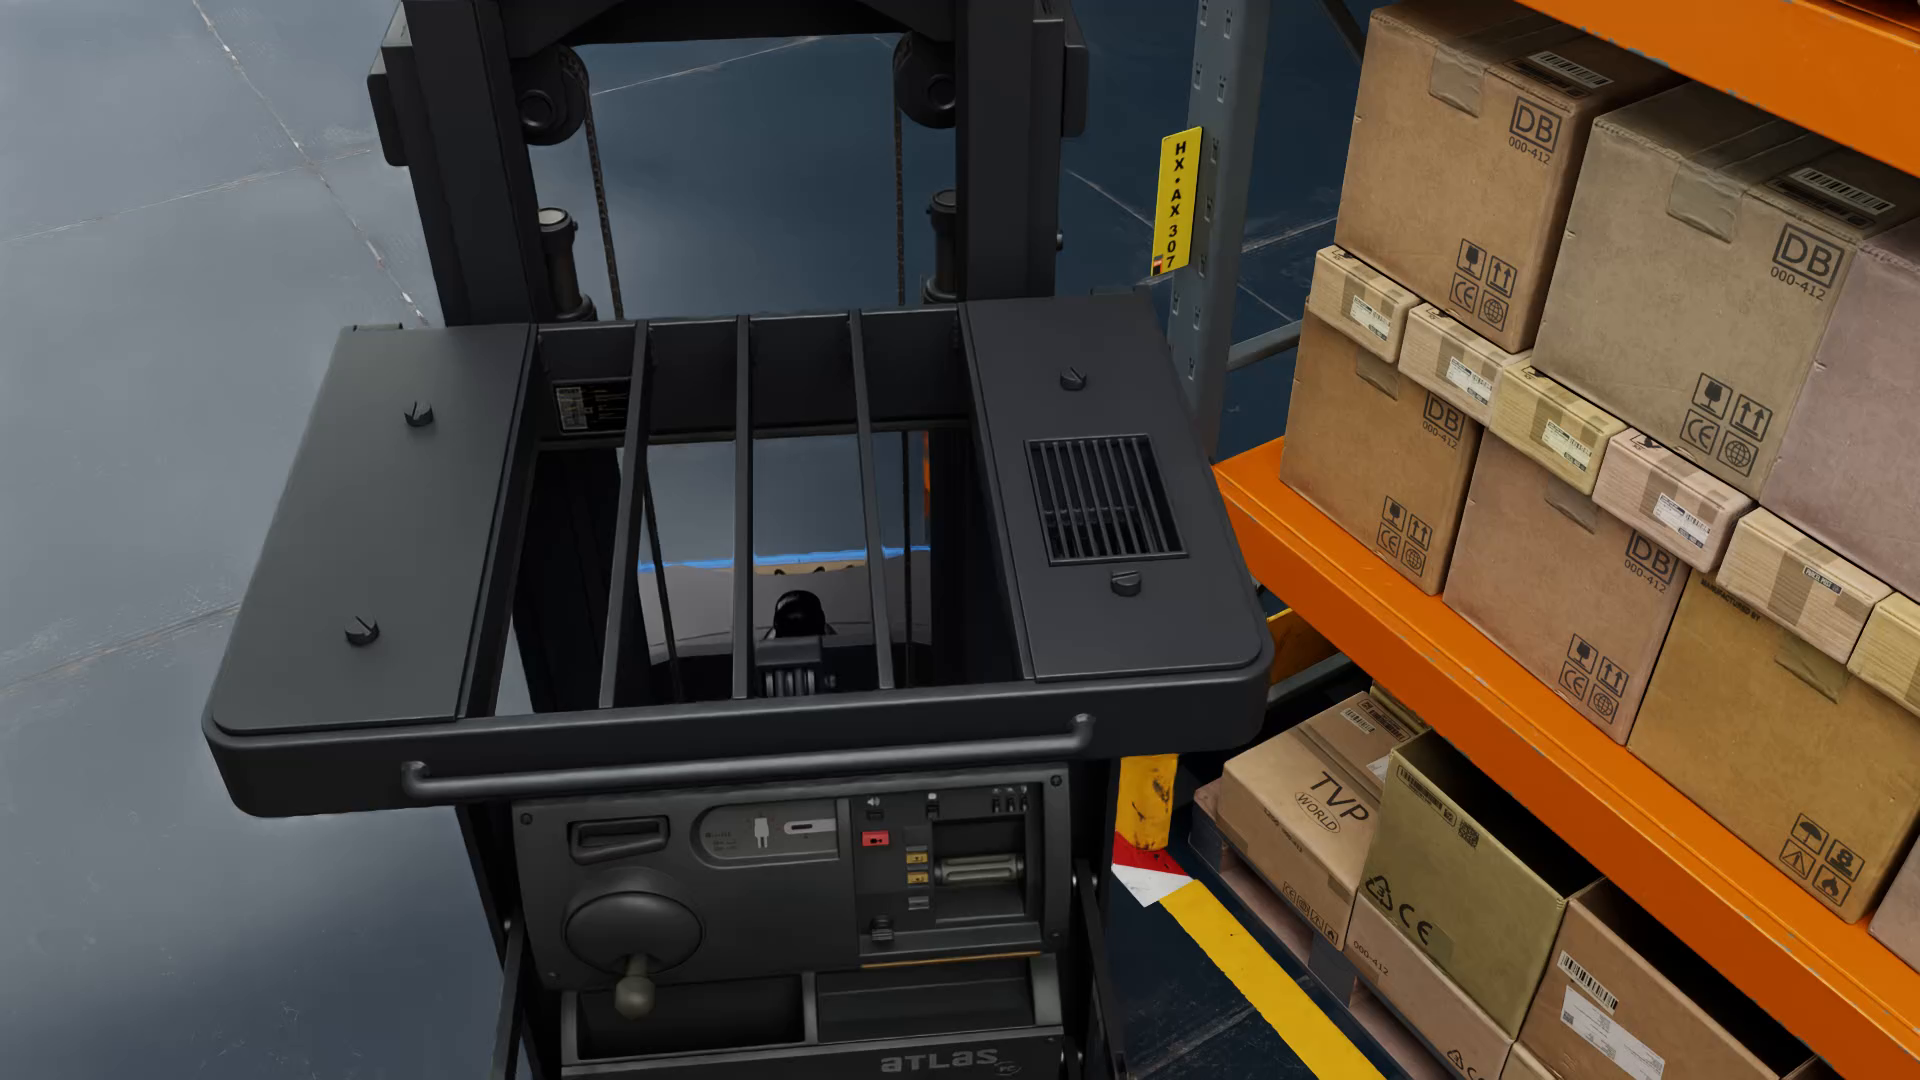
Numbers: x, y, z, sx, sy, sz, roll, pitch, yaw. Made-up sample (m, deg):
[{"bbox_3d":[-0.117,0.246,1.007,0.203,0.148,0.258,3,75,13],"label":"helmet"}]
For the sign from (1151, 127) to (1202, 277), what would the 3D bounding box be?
[{"bbox_3d":[0.457,-0.714,3.525,0.100,0.325,0.005,-22,45,-24],"label":"sign"}]

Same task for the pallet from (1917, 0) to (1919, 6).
[{"bbox_3d":[1.947,-0.607,1.861,1.003,0.211,1.213,-22,45,-24],"label":"pallet"}]

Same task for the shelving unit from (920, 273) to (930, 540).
[{"bbox_3d":[0.029,-0.374,5.379,0.215,1.050,0.252,-22,45,-24],"label":"shelving unit"}]

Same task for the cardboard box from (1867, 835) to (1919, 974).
[{"bbox_3d":[2.004,0.514,2.712,0.700,0.500,0.500,-21,44,-23],"label":"cardboard box"}]

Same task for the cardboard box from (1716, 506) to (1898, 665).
[{"bbox_3d":[1.514,0.016,2.802,0.380,0.149,0.250,-24,45,-26],"label":"cardboard box"}]

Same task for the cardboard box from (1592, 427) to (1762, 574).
[{"bbox_3d":[1.369,-0.127,2.974,0.380,0.149,0.250,-23,45,-25],"label":"cardboard box"}]

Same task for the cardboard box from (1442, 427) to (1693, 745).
[{"bbox_3d":[1.455,-0.039,3.375,0.700,0.500,0.500,-21,44,-23],"label":"cardboard box"}]

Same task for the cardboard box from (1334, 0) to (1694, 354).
[{"bbox_3d":[1.197,-0.790,3.264,0.700,0.500,0.500,-22,45,-24],"label":"cardboard box"}]

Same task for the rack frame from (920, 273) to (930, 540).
[{"bbox_3d":[-0.037,-0.440,5.458,0.200,1.050,0.008,-22,45,-24],"label":"rack frame"}]

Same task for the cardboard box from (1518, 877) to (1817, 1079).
[{"bbox_3d":[1.579,0.969,3.478,0.500,0.500,0.500,-22,45,-24],"label":"cardboard box"}]

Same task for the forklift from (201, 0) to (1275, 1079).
[{"bbox_3d":[-0.252,0.665,2.663,1.130,2.935,3.031,-4,40,-4],"label":"forklift"}]

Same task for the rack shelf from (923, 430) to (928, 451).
[{"bbox_3d":[0.029,-0.366,5.386,0.215,0.259,0.240,-22,45,-24],"label":"rack shelf"}]

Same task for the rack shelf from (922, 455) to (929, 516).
[{"bbox_3d":[0.029,-0.153,5.564,0.215,0.259,0.240,-22,45,-24],"label":"rack shelf"}]

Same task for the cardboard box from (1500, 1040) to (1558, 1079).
[{"bbox_3d":[1.570,1.261,3.713,0.500,0.250,0.500,-22,45,-24],"label":"cardboard box"}]

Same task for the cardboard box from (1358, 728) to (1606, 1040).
[{"bbox_3d":[1.300,0.704,3.796,0.500,0.500,0.500,-22,45,-24],"label":"cardboard box"}]

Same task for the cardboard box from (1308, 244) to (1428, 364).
[{"bbox_3d":[0.958,-0.540,3.470,0.380,0.149,0.250,-23,45,-25],"label":"cardboard box"}]

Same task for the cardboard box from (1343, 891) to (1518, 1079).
[{"bbox_3d":[1.301,0.991,4.037,0.500,0.250,0.500,-22,45,-24],"label":"cardboard box"}]

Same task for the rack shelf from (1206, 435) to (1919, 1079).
[{"bbox_3d":[2.004,0.817,2.988,1.077,0.370,4.000,-22,45,-24],"label":"rack shelf"}]

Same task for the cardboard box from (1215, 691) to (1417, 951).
[{"bbox_3d":[1.029,0.723,4.360,0.500,0.250,0.500,-22,45,-24],"label":"cardboard box"}]

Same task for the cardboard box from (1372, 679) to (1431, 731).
[{"bbox_3d":[1.468,0.255,4.334,0.500,0.500,0.500,-22,45,-24],"label":"cardboard box"}]

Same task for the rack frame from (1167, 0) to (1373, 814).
[{"bbox_3d":[0.929,-0.539,4.053,1.000,3.000,0.127,-22,45,-24],"label":"rack frame"}]

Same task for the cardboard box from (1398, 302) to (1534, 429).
[{"bbox_3d":[1.102,-0.399,3.300,0.380,0.149,0.250,-23,45,-25],"label":"cardboard box"}]

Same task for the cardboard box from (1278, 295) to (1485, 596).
[{"bbox_3d":[1.169,-0.321,3.713,0.700,0.500,0.500,-22,45,-24],"label":"cardboard box"}]

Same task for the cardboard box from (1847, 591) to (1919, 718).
[{"bbox_3d":[1.652,0.154,2.637,0.380,0.149,0.250,-23,45,-25],"label":"cardboard box"}]

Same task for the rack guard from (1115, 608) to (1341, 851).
[{"bbox_3d":[0.916,0.409,4.869,1.175,0.500,0.348,-22,45,-24],"label":"rack guard"}]

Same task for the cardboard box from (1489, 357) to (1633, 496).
[{"bbox_3d":[1.235,-0.264,3.138,0.380,0.149,0.250,-22,45,-24],"label":"cardboard box"}]

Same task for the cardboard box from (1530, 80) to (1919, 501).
[{"bbox_3d":[1.485,-0.508,2.925,0.700,0.500,0.500,-23,45,-25],"label":"cardboard box"}]

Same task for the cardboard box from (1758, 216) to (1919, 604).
[{"bbox_3d":[1.756,-0.237,2.599,0.700,0.500,0.500,-22,45,-24],"label":"cardboard box"}]

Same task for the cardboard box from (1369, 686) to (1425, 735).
[{"bbox_3d":[1.466,0.544,4.574,0.500,0.250,0.500,-22,45,-24],"label":"cardboard box"}]

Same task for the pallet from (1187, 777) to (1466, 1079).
[{"bbox_3d":[1.375,0.931,4.468,1.003,0.211,1.213,-22,45,-24],"label":"pallet"}]

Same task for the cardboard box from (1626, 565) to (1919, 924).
[{"bbox_3d":[1.717,0.231,3.051,0.700,0.500,0.500,-22,45,-24],"label":"cardboard box"}]
